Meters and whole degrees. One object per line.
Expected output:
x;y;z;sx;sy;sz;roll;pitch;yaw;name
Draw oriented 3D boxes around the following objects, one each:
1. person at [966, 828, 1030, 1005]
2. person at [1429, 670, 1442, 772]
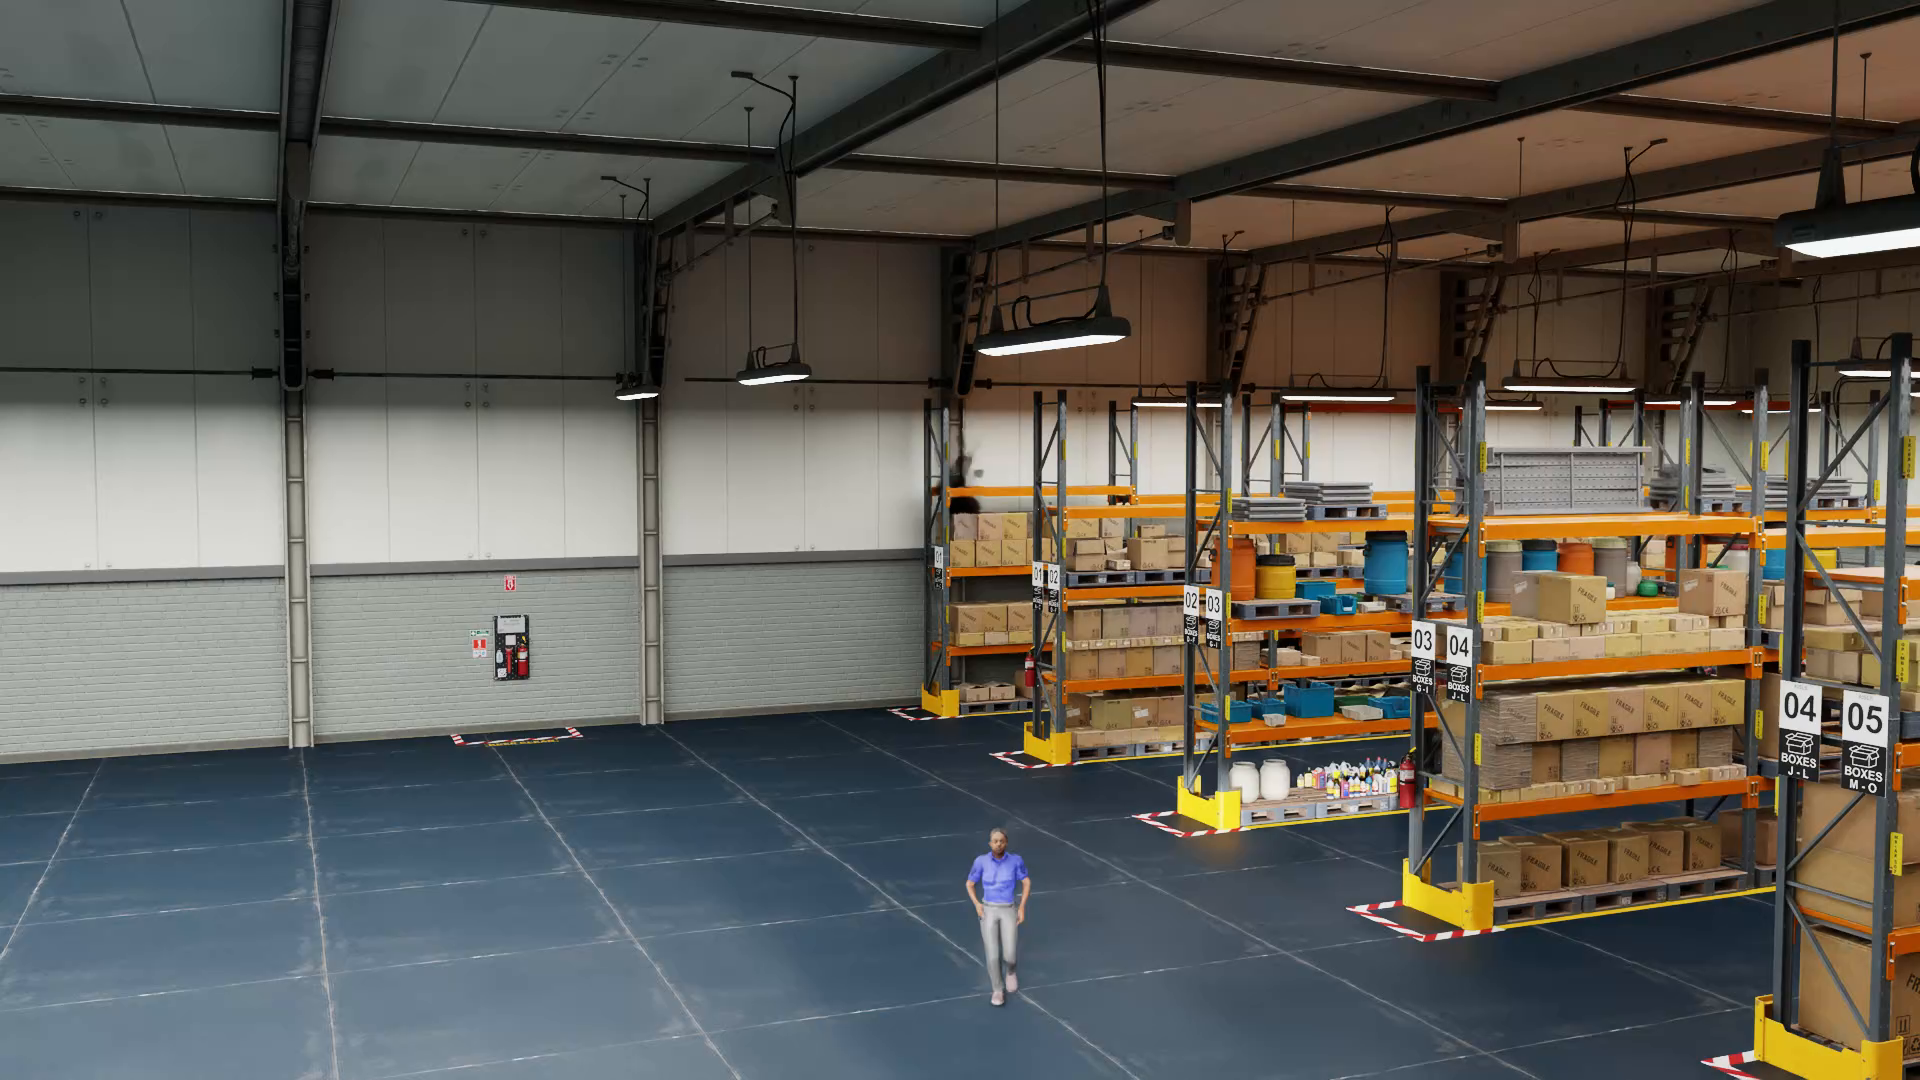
0.348;3.452;15.318;0.593;1.618;0.554;0;3;3;person
7.377;2.780;26.028;0.640;1.728;0.709;-2;4;-27;person
